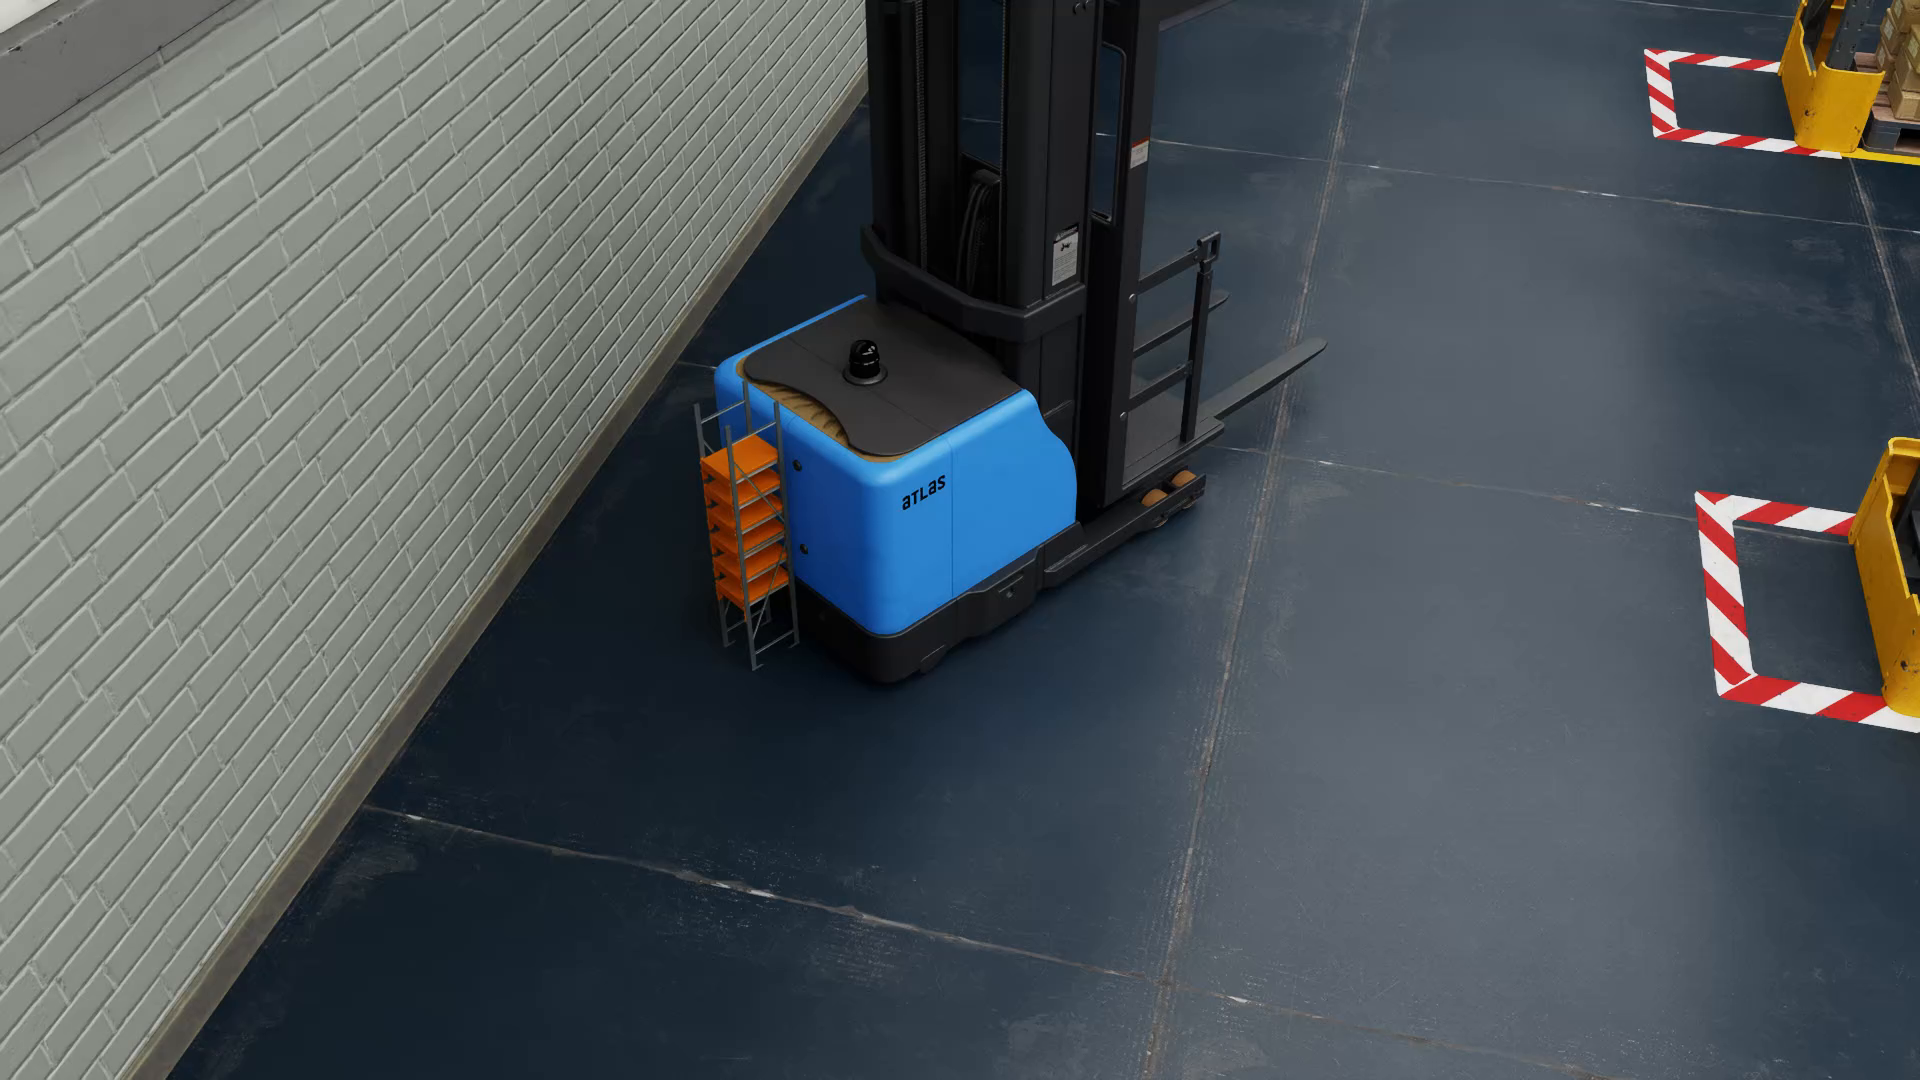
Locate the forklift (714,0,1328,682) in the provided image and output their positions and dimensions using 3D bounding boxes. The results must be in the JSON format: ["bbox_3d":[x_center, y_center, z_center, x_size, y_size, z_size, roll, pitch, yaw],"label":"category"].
[{"bbox_3d":[0.453,-1.397,6.635,3.031,2.935,1.130,-31,49,-32],"label":"forklift"}]

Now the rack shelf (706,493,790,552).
[{"bbox_3d":[-0.804,-0.090,6.307,0.258,0.103,0.180,-31,49,-32],"label":"rack shelf"}]

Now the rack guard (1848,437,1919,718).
[{"bbox_3d":[3.914,0.142,6.693,0.348,0.500,1.175,10,41,11],"label":"rack guard"}]

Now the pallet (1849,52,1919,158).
[{"bbox_3d":[6.166,-2.639,10.228,1.213,0.211,1.003,10,41,11],"label":"pallet"}]

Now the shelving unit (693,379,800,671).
[{"bbox_3d":[-0.804,-0.032,6.356,0.258,1.200,0.189,-31,49,-32],"label":"shelving unit"}]

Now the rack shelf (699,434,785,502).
[{"bbox_3d":[-0.804,-0.274,6.153,0.258,0.103,0.180,-31,49,-32],"label":"rack shelf"}]

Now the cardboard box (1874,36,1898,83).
[{"bbox_3d":[5.879,-2.987,10.365,0.250,0.149,0.380,10,41,12],"label":"cardboard box"}]

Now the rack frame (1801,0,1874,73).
[{"bbox_3d":[5.317,-3.876,9.533,0.127,3.000,1.000,10,41,11],"label":"rack frame"}]

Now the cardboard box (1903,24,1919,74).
[{"bbox_3d":[5.735,-2.875,9.768,0.250,0.149,0.380,8,41,9],"label":"cardboard box"}]

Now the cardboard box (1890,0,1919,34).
[{"bbox_3d":[5.894,-3.243,10.206,0.250,0.149,0.380,10,41,12],"label":"cardboard box"}]

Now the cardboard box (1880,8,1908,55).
[{"bbox_3d":[5.901,-3.149,10.326,0.250,0.149,0.380,9,41,10],"label":"cardboard box"}]

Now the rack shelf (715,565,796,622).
[{"bbox_3d":[-0.804,0.185,6.538,0.258,0.103,0.180,-31,49,-32],"label":"rack shelf"}]

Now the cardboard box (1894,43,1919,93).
[{"bbox_3d":[5.757,-2.813,9.926,0.250,0.149,0.380,11,41,13],"label":"cardboard box"}]

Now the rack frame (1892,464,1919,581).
[{"bbox_3d":[3.937,-0.812,5.884,0.127,3.000,1.000,10,41,11],"label":"rack frame"}]

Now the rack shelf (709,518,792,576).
[{"bbox_3d":[-0.804,0.002,6.384,0.258,0.103,0.180,-31,49,-32],"label":"rack shelf"}]

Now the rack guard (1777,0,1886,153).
[{"bbox_3d":[5.390,-2.906,10.322,0.348,0.500,1.175,10,41,11],"label":"rack guard"}]

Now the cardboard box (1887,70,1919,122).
[{"bbox_3d":[5.740,-2.659,9.974,0.250,0.149,0.380,11,41,12],"label":"cardboard box"}]

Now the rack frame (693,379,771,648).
[{"bbox_3d":[-0.866,-0.075,6.406,0.240,1.200,0.006,-31,49,-32],"label":"rack frame"}]

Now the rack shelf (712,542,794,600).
[{"bbox_3d":[-0.804,0.094,6.461,0.258,0.103,0.180,-31,49,-32],"label":"rack shelf"}]

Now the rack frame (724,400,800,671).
[{"bbox_3d":[-0.741,0.010,6.305,0.240,1.200,0.006,-31,49,-32],"label":"rack frame"}]

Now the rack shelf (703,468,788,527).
[{"bbox_3d":[-0.804,-0.182,6.230,0.258,0.103,0.180,-31,49,-32],"label":"rack shelf"}]
